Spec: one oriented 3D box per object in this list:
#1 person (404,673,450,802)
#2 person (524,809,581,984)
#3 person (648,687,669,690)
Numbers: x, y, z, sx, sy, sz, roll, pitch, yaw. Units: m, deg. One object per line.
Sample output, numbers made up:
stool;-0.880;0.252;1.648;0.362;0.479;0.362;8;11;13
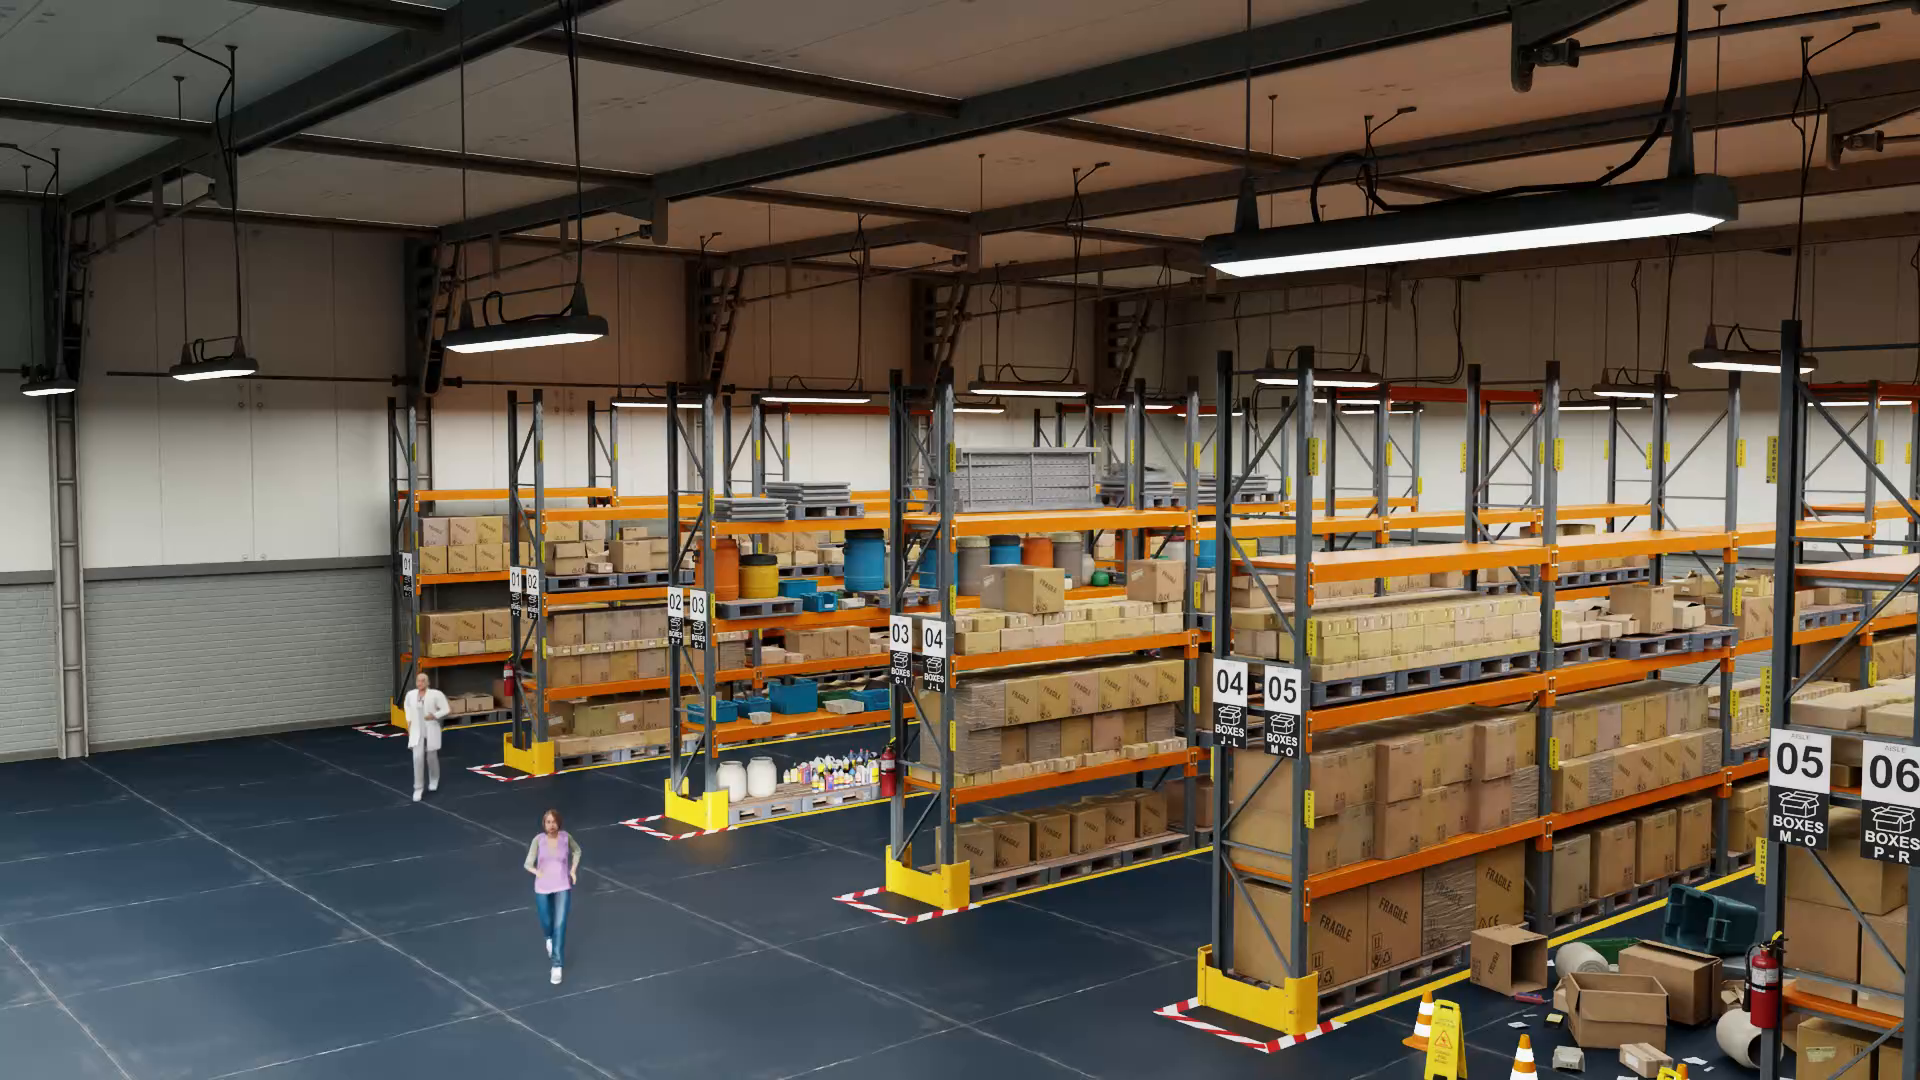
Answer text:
person;-7.802;2.839;24.315;0.700;1.807;0.936;0;3;-5
person;-3.954;3.406;16.158;0.538;1.591;0.877;-1;3;-12
person;-5.418;2.511;29.904;0.707;1.773;0.896;3;4;40
